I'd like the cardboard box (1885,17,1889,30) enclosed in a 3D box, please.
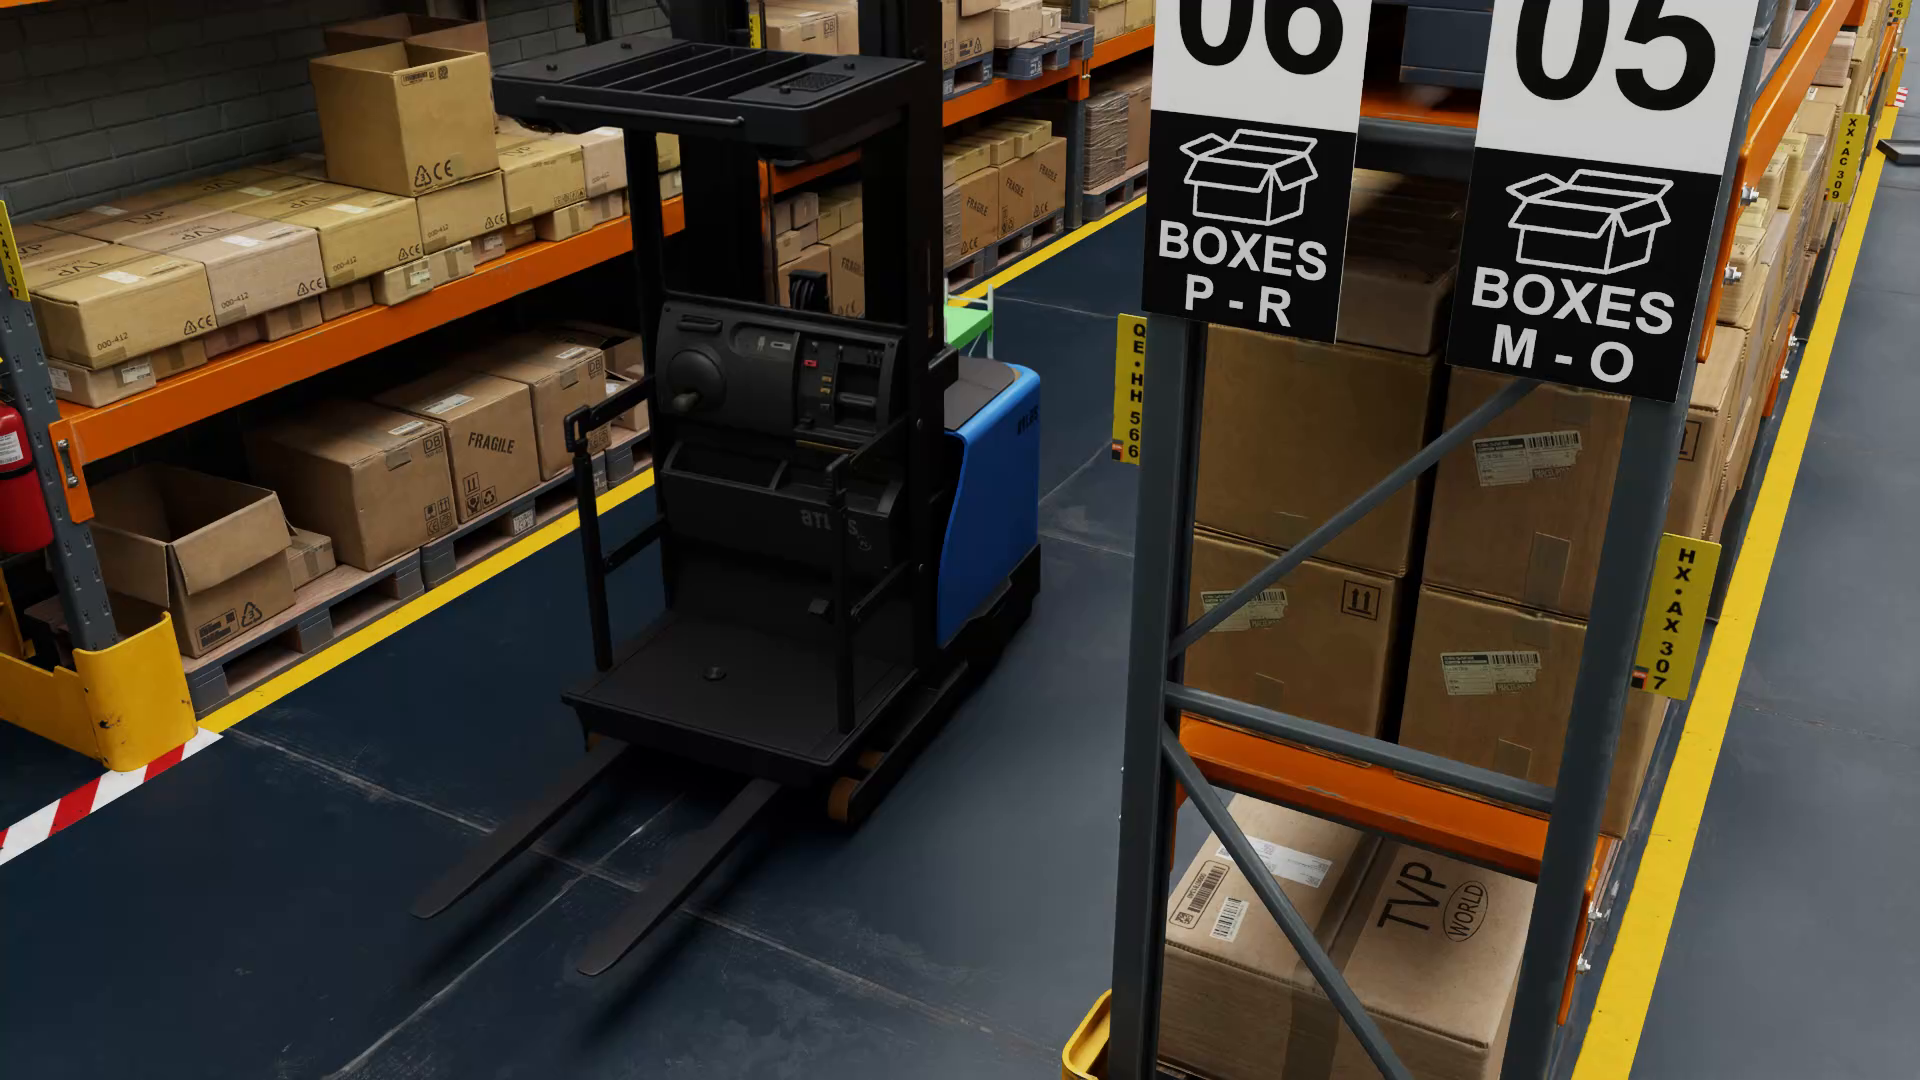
[{"bbox_3d":[5.442,-3.371,10.220,0.500,0.500,0.500,16,31,29],"label":"cardboard box"}]

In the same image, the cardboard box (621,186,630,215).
[{"bbox_3d":[-1.675,-1.704,8.083,0.380,0.149,0.250,15,30,27],"label":"cardboard box"}]

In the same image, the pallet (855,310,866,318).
[{"bbox_3d":[-1.155,-1.287,10.086,1.003,0.211,1.213,14,30,26],"label":"pallet"}]

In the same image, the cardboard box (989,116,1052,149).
[{"bbox_3d":[0.423,-2.880,11.750,0.380,0.149,0.250,13,29,24],"label":"cardboard box"}]

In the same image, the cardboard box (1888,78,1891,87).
[{"bbox_3d":[8.279,-4.178,15.348,0.500,0.250,0.500,14,30,26],"label":"cardboard box"}]

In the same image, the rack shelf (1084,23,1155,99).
[{"bbox_3d":[1.430,-4.226,13.644,1.077,0.370,4.000,14,30,26],"label":"rack shelf"}]

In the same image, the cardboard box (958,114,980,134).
[{"bbox_3d":[-0.082,-2.993,11.977,0.380,0.149,0.250,16,31,29],"label":"cardboard box"}]

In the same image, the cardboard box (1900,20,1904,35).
[{"bbox_3d":[7.757,-4.331,14.091,0.380,0.149,0.250,16,31,29],"label":"cardboard box"}]

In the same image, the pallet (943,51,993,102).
[{"bbox_3d":[-0.507,-2.923,10.453,1.003,0.211,1.213,14,30,26],"label":"pallet"}]

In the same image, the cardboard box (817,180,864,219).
[{"bbox_3d":[-0.650,-2.077,10.146,0.380,0.149,0.250,14,30,26],"label":"cardboard box"}]

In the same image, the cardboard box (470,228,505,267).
[{"bbox_3d":[-2.234,-1.319,7.315,0.380,0.149,0.250,14,30,26],"label":"cardboard box"}]

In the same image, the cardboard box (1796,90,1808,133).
[{"bbox_3d":[2.371,-1.327,5.097,0.380,0.149,0.250,14,30,26],"label":"cardboard box"}]

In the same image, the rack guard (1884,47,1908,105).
[{"bbox_3d":[8.667,-4.647,16.474,1.175,0.500,0.348,14,30,26],"label":"rack guard"}]

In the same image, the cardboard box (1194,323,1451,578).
[{"bbox_3d":[0.863,-0.291,3.751,0.500,0.500,0.500,15,30,28],"label":"cardboard box"}]

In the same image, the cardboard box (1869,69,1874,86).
[{"bbox_3d":[4.752,-2.588,9.178,0.500,0.250,0.500,14,30,26],"label":"cardboard box"}]

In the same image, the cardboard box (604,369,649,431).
[{"bbox_3d":[-1.716,-0.753,8.489,0.396,0.266,0.258,15,30,28],"label":"cardboard box"}]

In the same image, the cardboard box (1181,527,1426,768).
[{"bbox_3d":[0.840,0.151,3.987,0.500,0.500,0.500,14,30,26],"label":"cardboard box"}]

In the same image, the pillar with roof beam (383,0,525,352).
[{"bbox_3d":[1.099,-3.871,5.430,9.100,9.000,0.400,14,30,26],"label":"pillar with roof beam"}]

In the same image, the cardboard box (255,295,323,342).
[{"bbox_3d":[-2.728,-0.910,6.497,0.380,0.149,0.250,15,30,28],"label":"cardboard box"}]

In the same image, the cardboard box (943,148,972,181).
[{"bbox_3d":[-0.144,-2.483,10.959,0.380,0.149,0.250,14,30,25],"label":"cardboard box"}]

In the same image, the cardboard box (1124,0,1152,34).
[{"bbox_3d":[1.129,-4.015,12.587,0.500,0.250,0.500,14,30,25],"label":"cardboard box"}]

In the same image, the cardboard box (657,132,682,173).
[{"bbox_3d":[-1.560,-2.023,8.275,0.500,0.250,0.500,15,30,27],"label":"cardboard box"}]

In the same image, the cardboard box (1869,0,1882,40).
[{"bbox_3d":[3.992,-2.320,7.804,0.500,0.500,0.500,14,30,25],"label":"cardboard box"}]

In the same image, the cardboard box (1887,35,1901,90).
[{"bbox_3d":[7.772,-4.112,14.378,0.500,0.500,0.500,16,31,29],"label":"cardboard box"}]

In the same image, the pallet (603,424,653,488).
[{"bbox_3d":[-1.861,-0.694,8.902,1.003,0.211,1.213,14,30,26],"label":"pallet"}]

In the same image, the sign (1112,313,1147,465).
[{"bbox_3d":[0.368,-0.307,3.454,0.100,0.325,0.005,14,30,26],"label":"sign"}]

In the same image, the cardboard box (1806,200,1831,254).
[{"bbox_3d":[3.263,-1.383,6.771,0.500,0.250,0.500,13,30,25],"label":"cardboard box"}]

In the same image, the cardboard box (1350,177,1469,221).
[{"bbox_3d":[0.993,-0.748,3.939,0.380,0.149,0.250,14,30,26],"label":"cardboard box"}]

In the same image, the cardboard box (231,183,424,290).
[{"bbox_3d":[-2.538,-1.228,6.688,0.500,0.250,0.500,14,30,25],"label":"cardboard box"}]

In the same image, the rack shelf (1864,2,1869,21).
[{"bbox_3d":[3.785,-2.916,7.678,1.077,0.370,4.000,14,30,26],"label":"rack shelf"}]

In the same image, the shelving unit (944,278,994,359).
[{"bbox_3d":[-0.065,-0.508,7.424,0.258,1.200,0.503,11,29,21],"label":"shelving unit"}]

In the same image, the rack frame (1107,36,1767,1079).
[{"bbox_3d":[0.834,0.442,3.517,1.000,3.000,0.127,14,30,26],"label":"rack frame"}]

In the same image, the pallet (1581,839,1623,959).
[{"bbox_3d":[1.760,0.886,5.744,1.003,0.211,1.213,14,30,26],"label":"pallet"}]

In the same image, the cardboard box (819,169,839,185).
[{"bbox_3d":[-0.992,-2.290,10.572,0.380,0.149,0.250,15,30,27],"label":"cardboard box"}]

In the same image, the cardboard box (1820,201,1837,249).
[{"bbox_3d":[3.767,-1.562,7.687,0.500,0.250,0.500,14,30,26],"label":"cardboard box"}]

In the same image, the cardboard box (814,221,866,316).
[{"bbox_3d":[-0.835,-1.628,9.974,0.500,0.500,0.500,14,30,25],"label":"cardboard box"}]

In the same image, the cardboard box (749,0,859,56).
[{"bbox_3d":[-0.835,-2.783,9.377,0.700,0.500,0.500,15,30,27],"label":"cardboard box"}]

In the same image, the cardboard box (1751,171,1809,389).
[{"bbox_3d":[2.057,-0.774,4.717,0.500,0.500,0.500,14,30,26],"label":"cardboard box"}]

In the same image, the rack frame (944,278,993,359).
[{"bbox_3d":[0.035,-0.608,7.623,0.240,1.200,0.015,11,29,21],"label":"rack frame"}]

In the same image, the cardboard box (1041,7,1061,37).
[{"bbox_3d":[0.457,-3.503,11.208,0.380,0.149,0.250,15,30,27],"label":"cardboard box"}]

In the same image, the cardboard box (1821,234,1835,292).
[{"bbox_3d":[5.056,-1.907,10.675,0.950,0.372,0.625,12,29,23],"label":"cardboard box"}]

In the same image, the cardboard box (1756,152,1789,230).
[{"bbox_3d":[1.900,-0.920,4.284,0.380,0.149,0.250,14,30,27],"label":"cardboard box"}]

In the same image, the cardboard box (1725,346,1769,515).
[{"bbox_3d":[2.042,-0.323,4.934,0.500,0.500,0.500,15,30,28],"label":"cardboard box"}]

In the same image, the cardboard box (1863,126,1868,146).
[{"bbox_3d":[6.481,-3.043,12.944,0.950,0.372,0.625,15,30,27],"label":"cardboard box"}]

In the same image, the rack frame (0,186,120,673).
[{"bbox_3d":[-3.490,-0.650,5.698,1.000,3.000,0.127,14,30,26],"label":"rack frame"}]

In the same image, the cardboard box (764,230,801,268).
[{"bbox_3d":[-1.114,-1.650,9.294,0.380,0.149,0.250,16,31,28],"label":"cardboard box"}]

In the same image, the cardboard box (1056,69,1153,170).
[{"bbox_3d":[1.079,-3.390,13.355,0.875,0.625,0.625,15,30,28],"label":"cardboard box"}]

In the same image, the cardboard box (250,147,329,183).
[{"bbox_3d":[-2.735,-1.550,7.331,0.500,0.250,0.500,14,30,26],"label":"cardboard box"}]

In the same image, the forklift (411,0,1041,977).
[{"bbox_3d":[-0.726,-0.541,5.557,1.130,2.935,3.031,11,29,22],"label":"forklift"}]

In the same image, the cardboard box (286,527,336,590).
[{"bbox_3d":[-2.864,0.062,6.990,0.380,0.149,0.250,13,29,24],"label":"cardboard box"}]

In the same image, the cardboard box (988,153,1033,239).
[{"bbox_3d":[0.170,-2.433,11.583,0.500,0.500,0.500,14,30,25],"label":"cardboard box"}]

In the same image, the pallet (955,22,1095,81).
[{"bbox_3d":[0.173,-3.402,11.410,1.213,0.211,1.003,14,30,26],"label":"pallet"}]

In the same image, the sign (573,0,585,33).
[{"bbox_3d":[-2.007,-2.848,8.794,0.100,0.325,0.005,14,30,26],"label":"sign"}]

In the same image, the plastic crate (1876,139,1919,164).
[{"bbox_3d":[8.223,-3.361,14.375,0.402,0.080,0.583,4,27,8],"label":"plastic crate"}]
